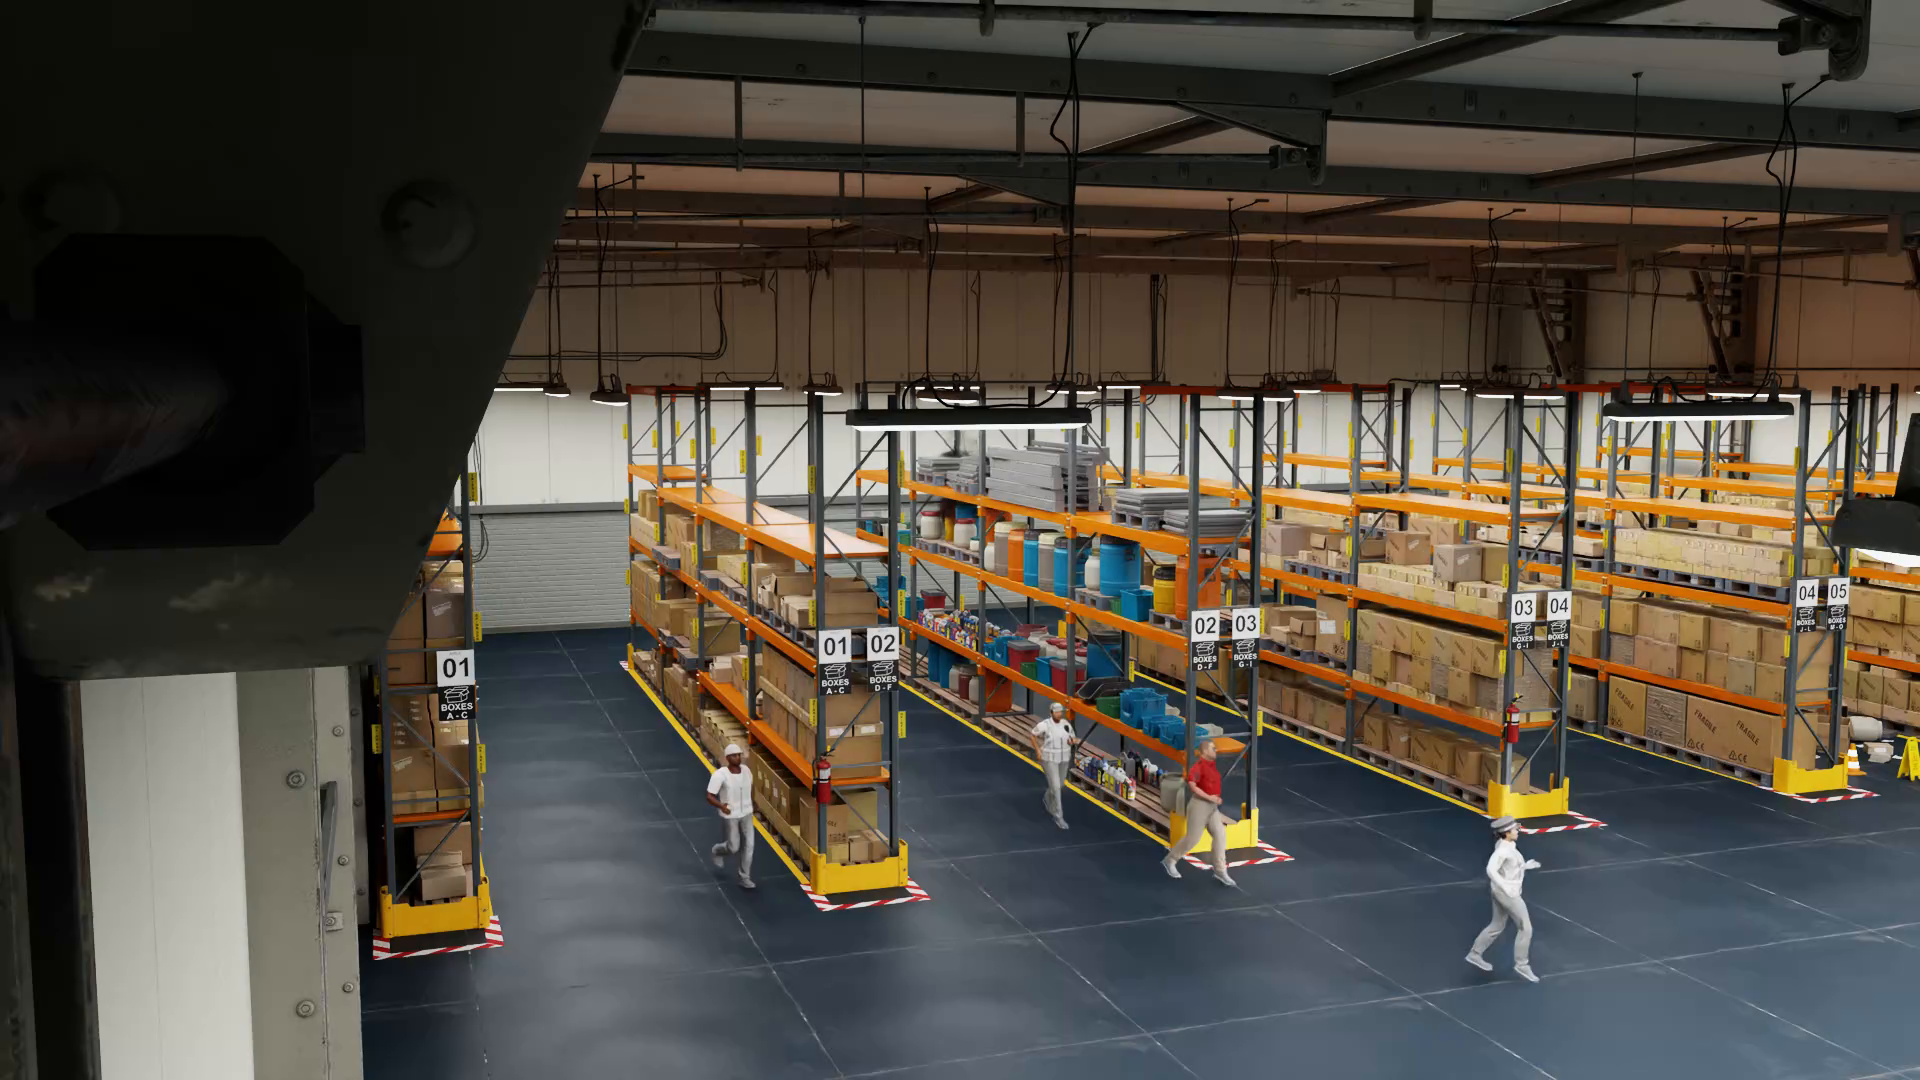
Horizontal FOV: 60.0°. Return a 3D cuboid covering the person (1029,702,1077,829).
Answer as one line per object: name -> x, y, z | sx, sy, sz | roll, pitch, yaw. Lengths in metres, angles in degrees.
person -> 1.333, 3.099, 23.206 | 0.595, 1.676, 0.903 | -3, 7, -28

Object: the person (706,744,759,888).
person -> -2.751, 3.363, 20.412 | 0.701, 1.725, 0.825 | -4, 7, -36

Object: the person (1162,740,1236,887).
person -> 3.065, 3.356, 20.609 | 0.900, 1.730, 0.740 | 4, 7, 34

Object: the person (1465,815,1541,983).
person -> 5.658, 3.704, 17.236 | 0.707, 1.746, 0.598 | 1, 6, 6
